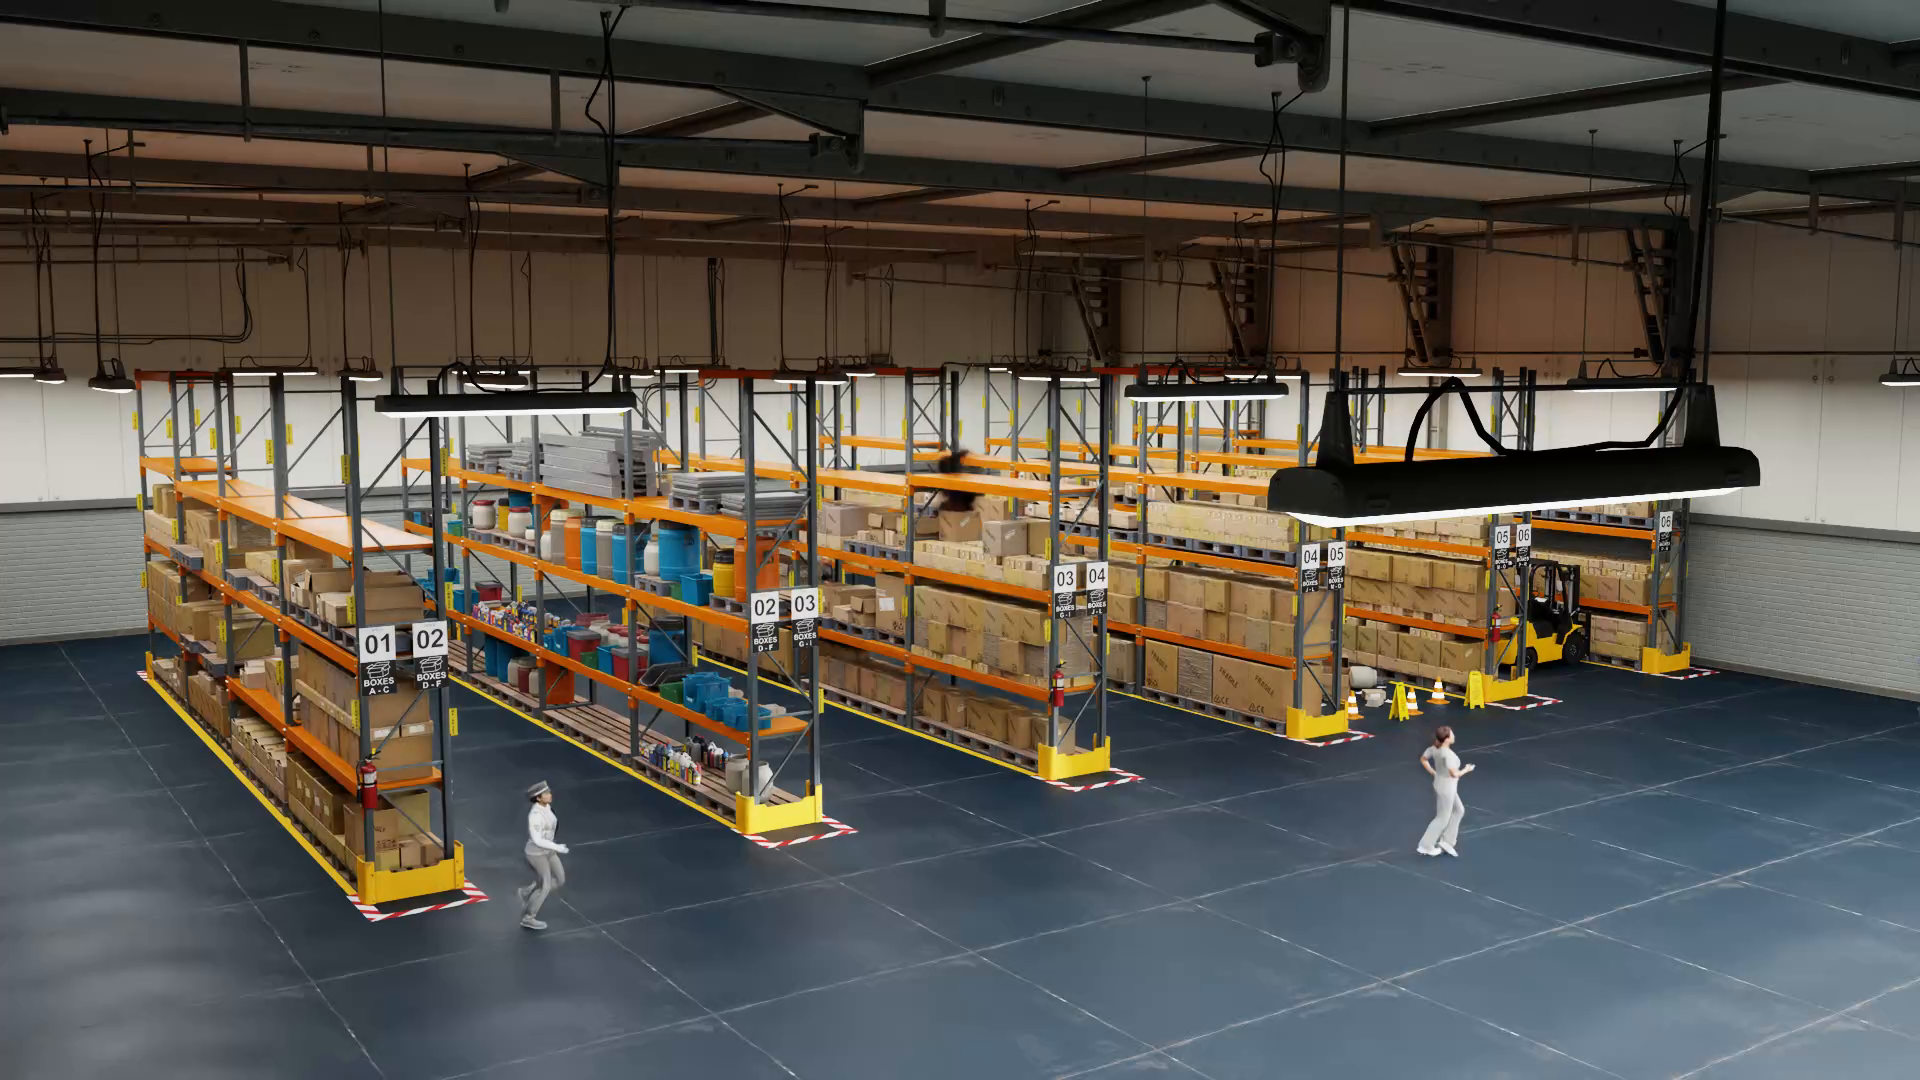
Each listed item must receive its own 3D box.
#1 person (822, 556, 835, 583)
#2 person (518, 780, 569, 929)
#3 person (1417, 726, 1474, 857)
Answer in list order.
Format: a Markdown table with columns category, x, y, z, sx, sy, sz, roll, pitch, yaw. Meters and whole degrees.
| category | x | y | z | sx | sy | sz | roll | pitch | yaw |
| --- | --- | --- | --- | --- | --- | --- | --- | --- | --- |
| person | -3.042 | 1.222 | 37.794 | 0.667 | 1.792 | 0.773 | -4 | 8 | -34 |
| person | -4.595 | 3.449 | 18.359 | 0.605 | 1.657 | 0.652 | 0 | 6 | -1 |
| person | 6.072 | 3.159 | 20.810 | 0.691 | 1.705 | 0.544 | 0 | 6 | -3 |
